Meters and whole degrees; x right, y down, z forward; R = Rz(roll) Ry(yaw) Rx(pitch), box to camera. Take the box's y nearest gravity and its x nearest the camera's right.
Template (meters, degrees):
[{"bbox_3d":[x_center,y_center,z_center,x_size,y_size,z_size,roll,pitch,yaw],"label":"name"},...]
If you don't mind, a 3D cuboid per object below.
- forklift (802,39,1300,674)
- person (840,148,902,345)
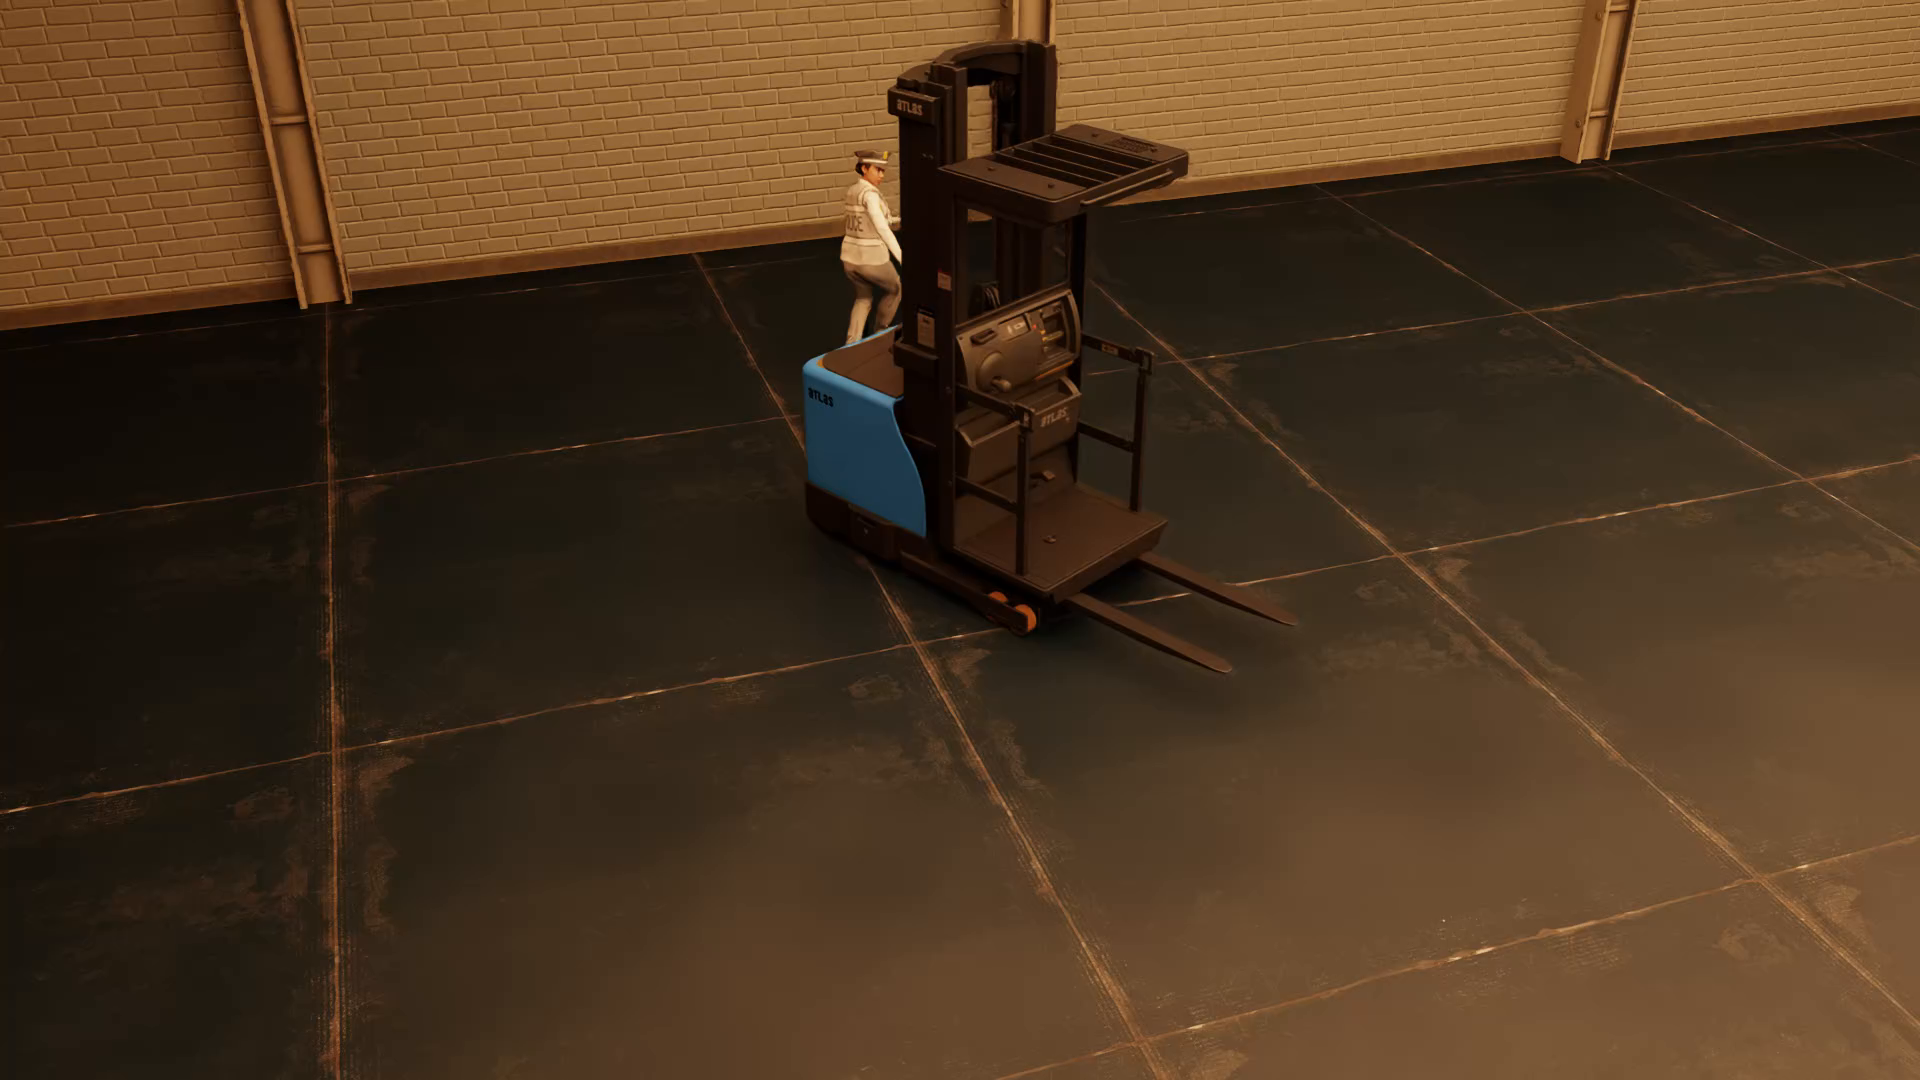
[{"bbox_3d":[0.479,-1.044,8.901,3.031,2.935,1.130,25,38,37],"label":"forklift"},{"bbox_3d":[-0.537,-2.066,12.086,0.801,1.556,0.799,25,38,36],"label":"person"}]
